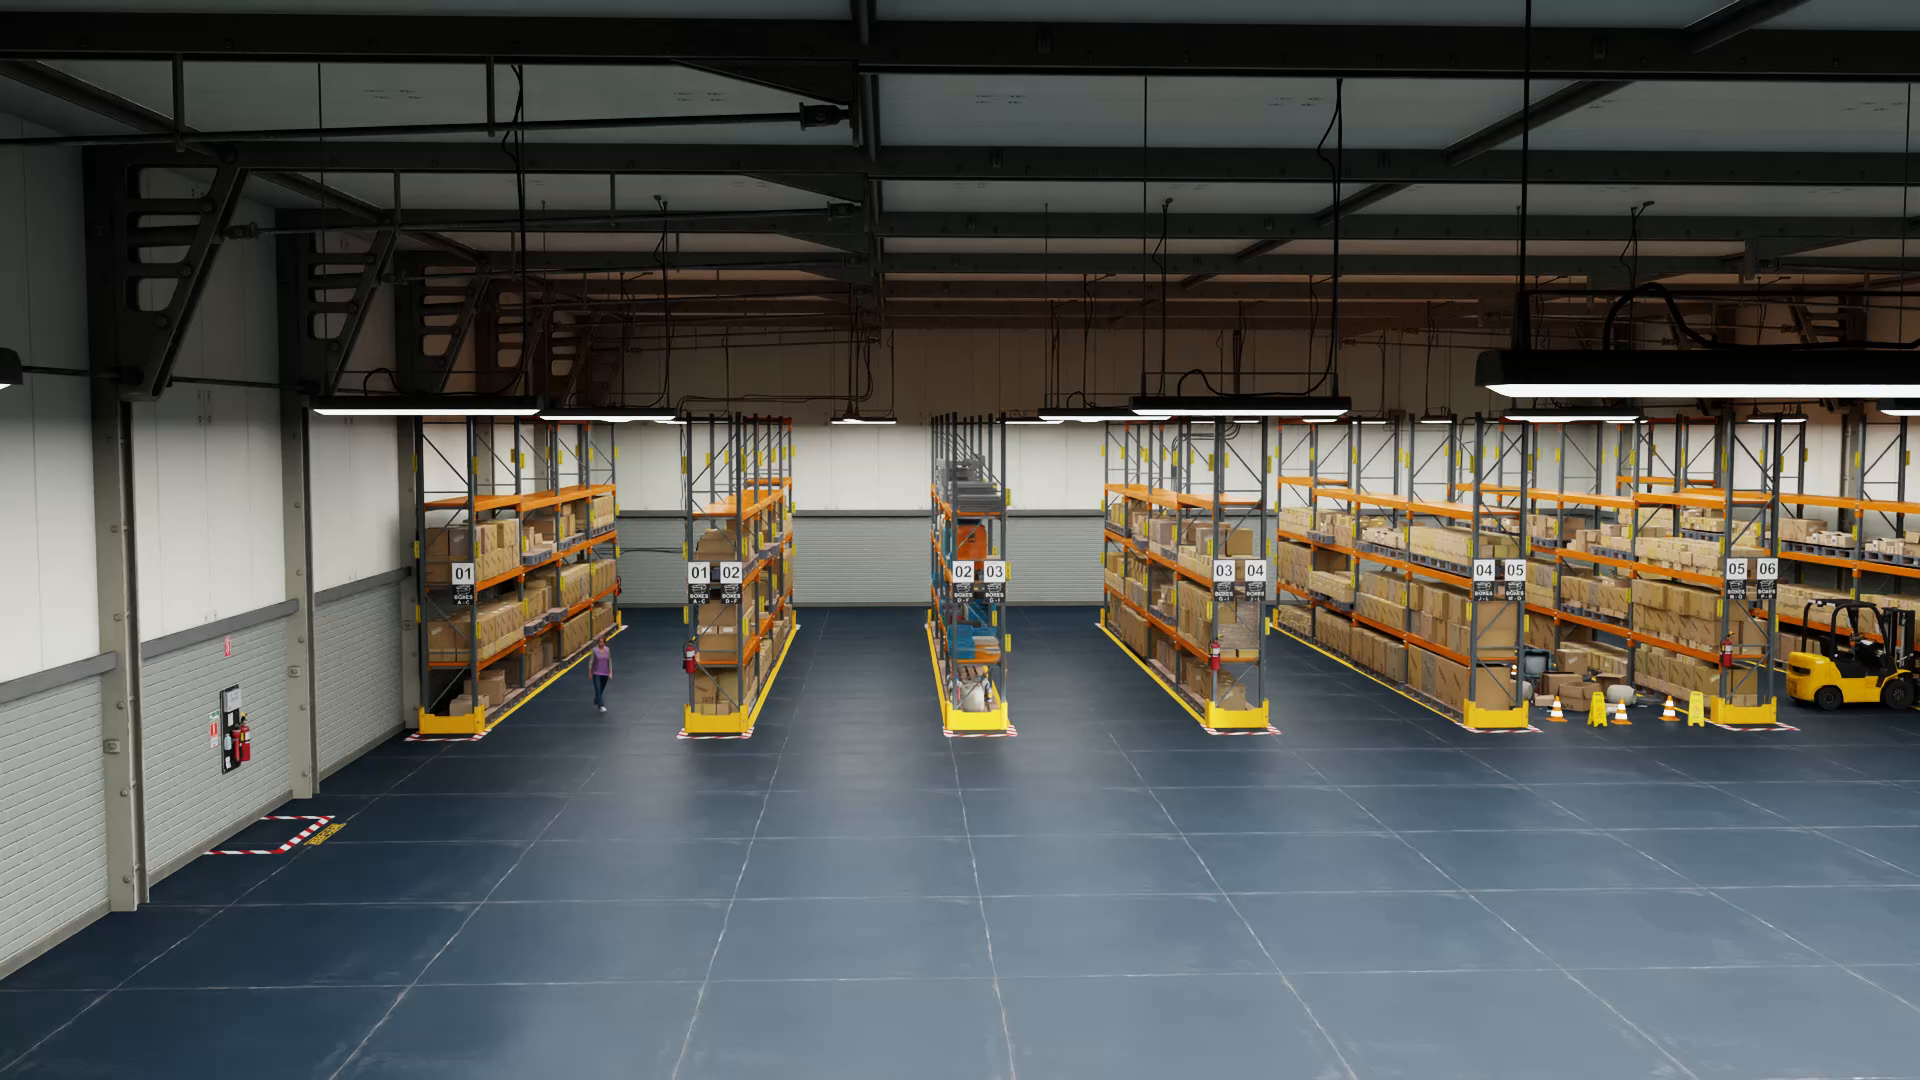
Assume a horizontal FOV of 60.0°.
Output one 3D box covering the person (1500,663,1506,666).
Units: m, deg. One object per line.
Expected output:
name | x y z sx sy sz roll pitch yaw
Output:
person | 12.908 2.210 39.746 0.456 1.708 0.606 -1 4 -14

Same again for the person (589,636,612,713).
person | -7.151 2.667 33.179 0.430 1.523 1.020 -3 5 -36

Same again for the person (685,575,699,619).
person | -7.780 1.537 49.316 0.687 1.666 0.695 1 4 8
